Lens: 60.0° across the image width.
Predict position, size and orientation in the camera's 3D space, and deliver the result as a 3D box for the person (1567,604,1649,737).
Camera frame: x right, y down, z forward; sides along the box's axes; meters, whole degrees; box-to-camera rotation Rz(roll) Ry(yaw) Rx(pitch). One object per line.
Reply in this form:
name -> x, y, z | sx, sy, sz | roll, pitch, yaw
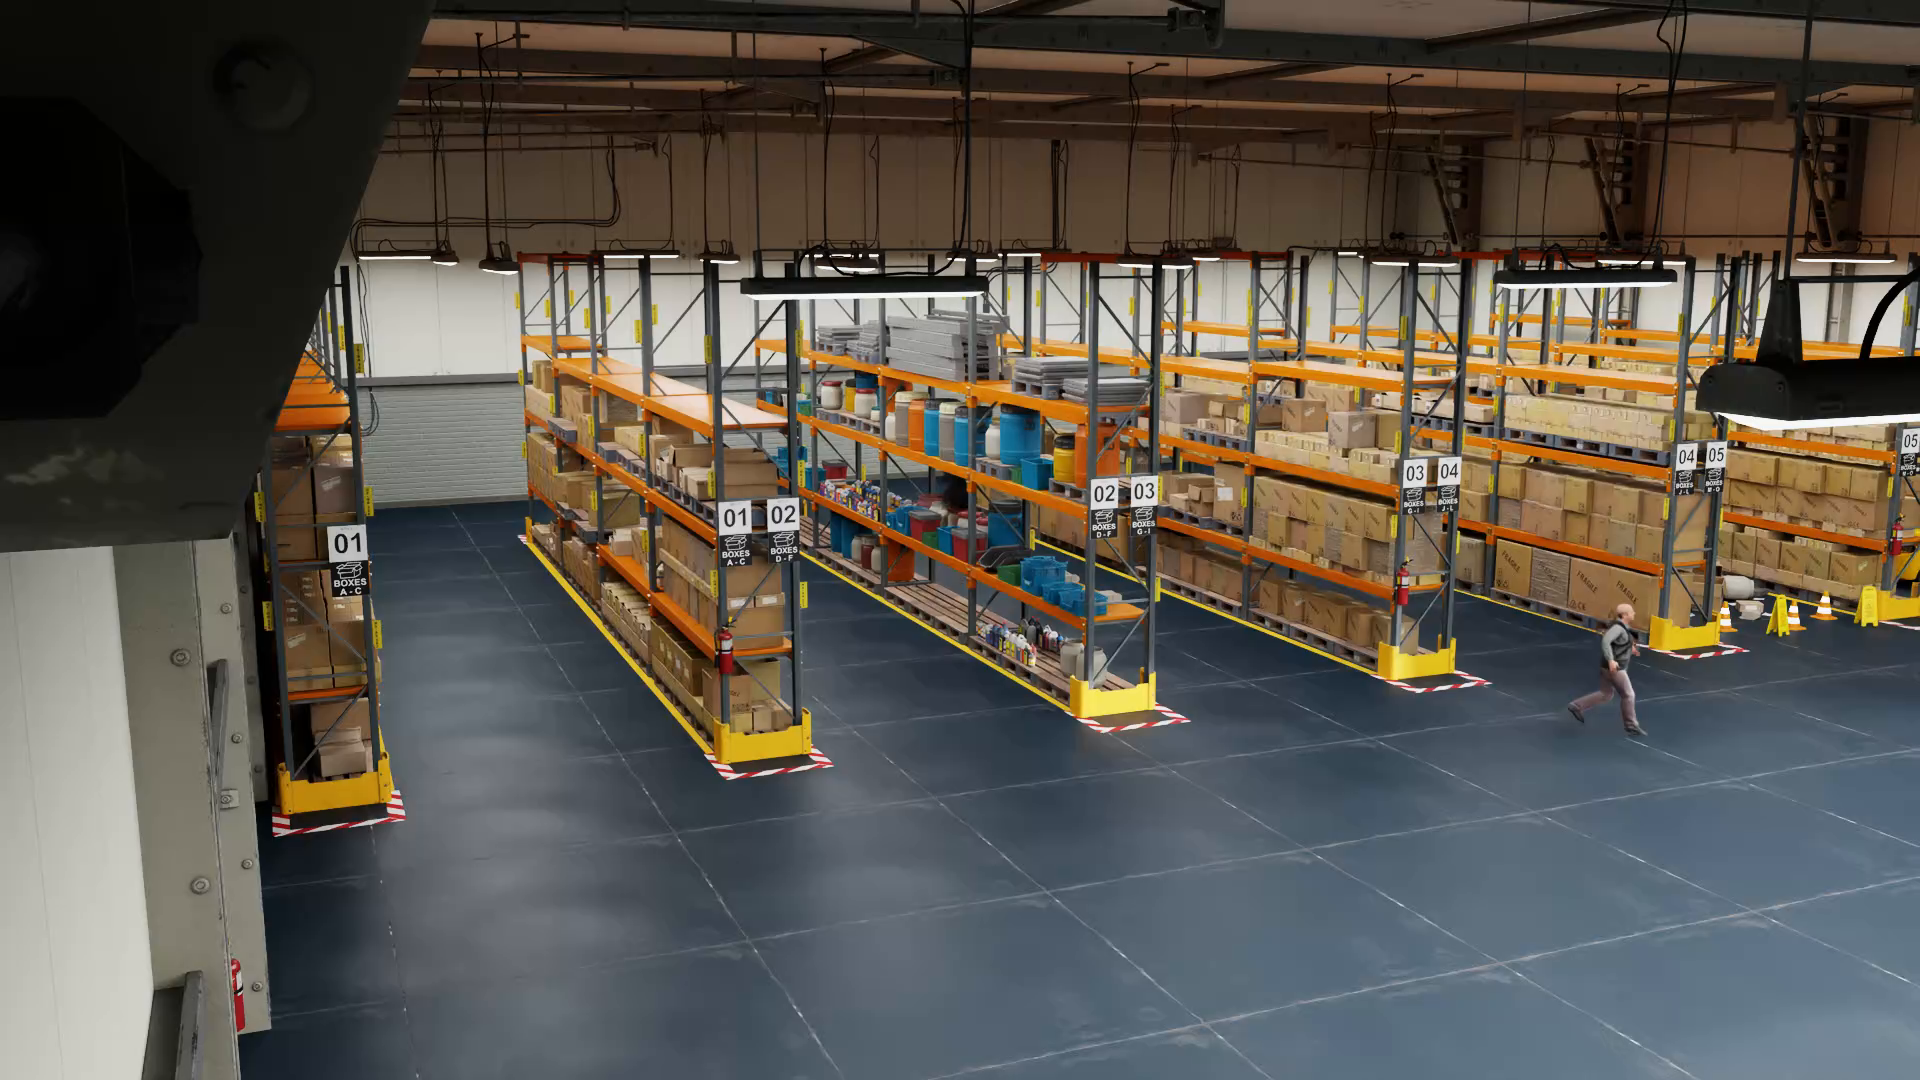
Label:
person -> 8.338, 1.649, 21.269 | 1.010, 1.722, 0.678 | 3, 11, 16
